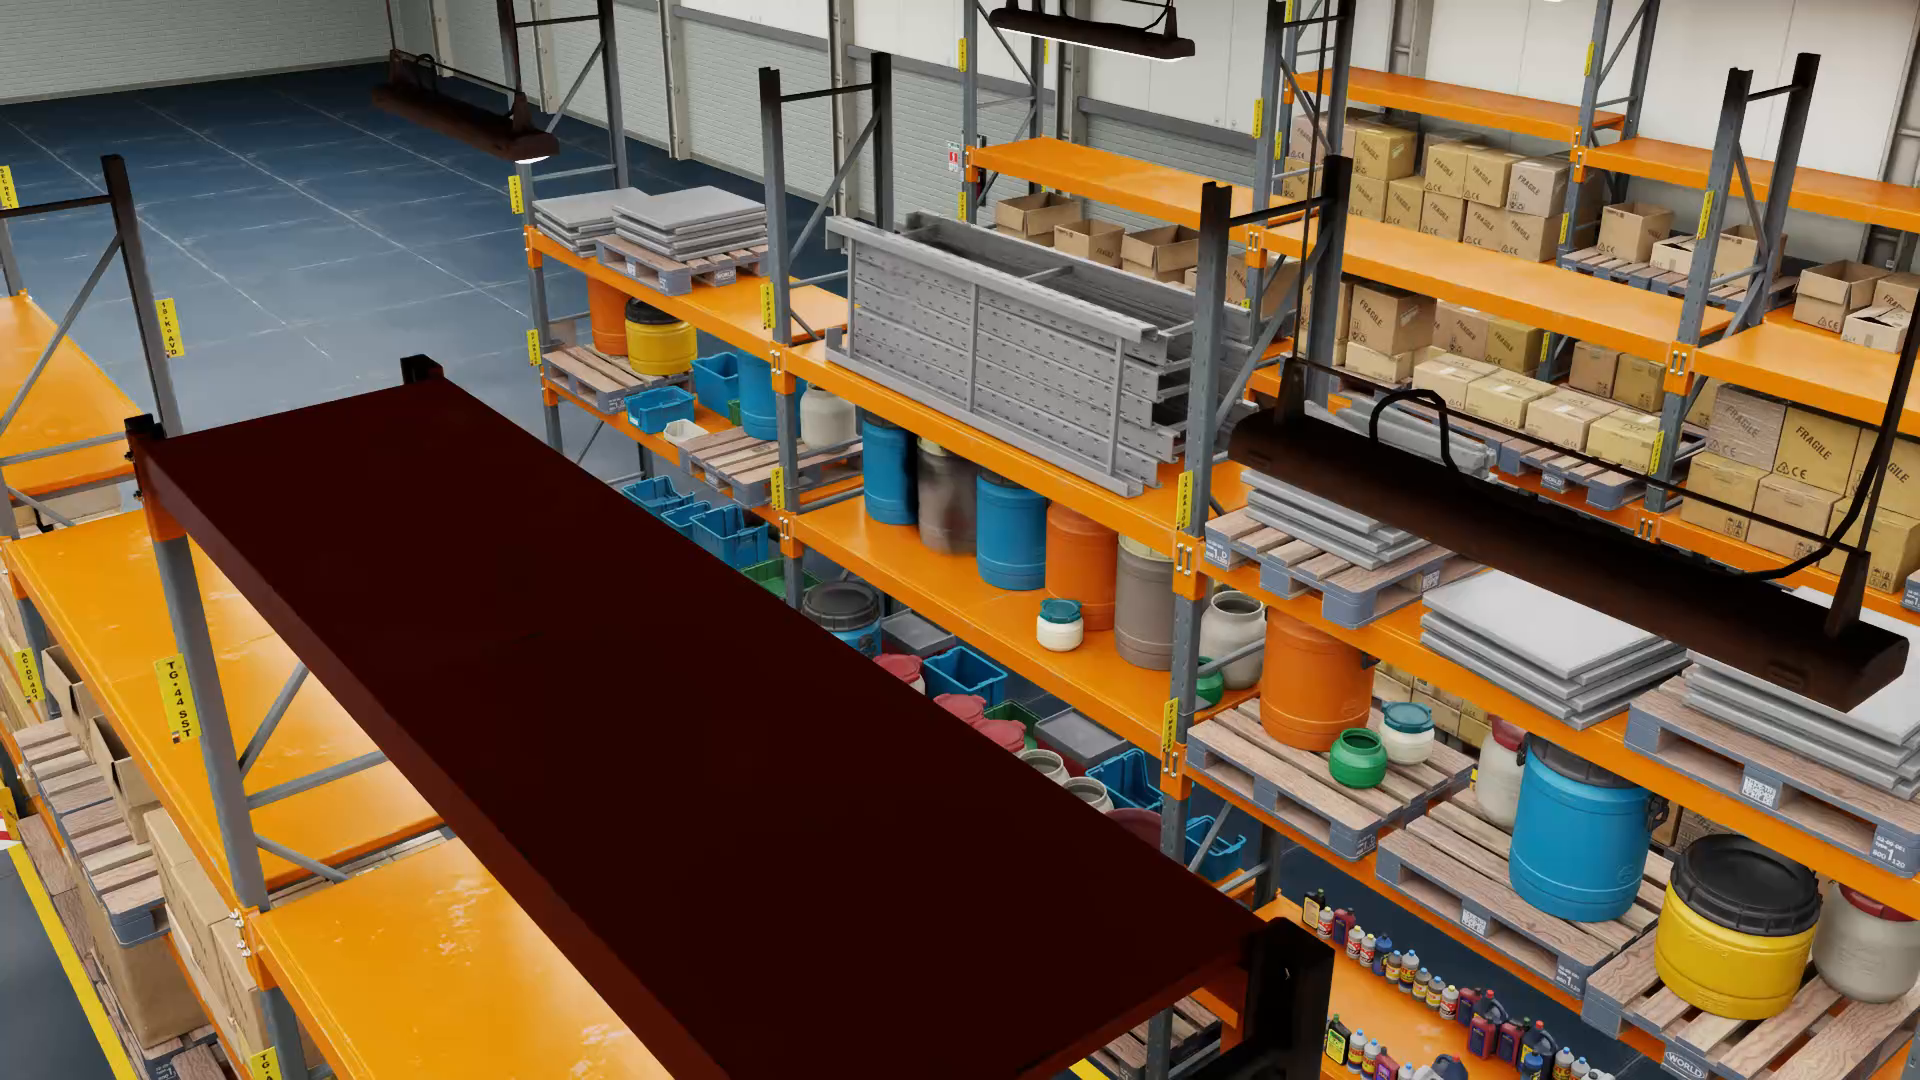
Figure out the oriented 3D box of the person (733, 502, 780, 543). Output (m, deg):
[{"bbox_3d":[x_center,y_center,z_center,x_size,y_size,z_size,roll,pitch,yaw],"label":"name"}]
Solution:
[{"bbox_3d":[-2.022,-0.475,17.292,0.814,1.720,0.713,-1,26,-3],"label":"person"}]
